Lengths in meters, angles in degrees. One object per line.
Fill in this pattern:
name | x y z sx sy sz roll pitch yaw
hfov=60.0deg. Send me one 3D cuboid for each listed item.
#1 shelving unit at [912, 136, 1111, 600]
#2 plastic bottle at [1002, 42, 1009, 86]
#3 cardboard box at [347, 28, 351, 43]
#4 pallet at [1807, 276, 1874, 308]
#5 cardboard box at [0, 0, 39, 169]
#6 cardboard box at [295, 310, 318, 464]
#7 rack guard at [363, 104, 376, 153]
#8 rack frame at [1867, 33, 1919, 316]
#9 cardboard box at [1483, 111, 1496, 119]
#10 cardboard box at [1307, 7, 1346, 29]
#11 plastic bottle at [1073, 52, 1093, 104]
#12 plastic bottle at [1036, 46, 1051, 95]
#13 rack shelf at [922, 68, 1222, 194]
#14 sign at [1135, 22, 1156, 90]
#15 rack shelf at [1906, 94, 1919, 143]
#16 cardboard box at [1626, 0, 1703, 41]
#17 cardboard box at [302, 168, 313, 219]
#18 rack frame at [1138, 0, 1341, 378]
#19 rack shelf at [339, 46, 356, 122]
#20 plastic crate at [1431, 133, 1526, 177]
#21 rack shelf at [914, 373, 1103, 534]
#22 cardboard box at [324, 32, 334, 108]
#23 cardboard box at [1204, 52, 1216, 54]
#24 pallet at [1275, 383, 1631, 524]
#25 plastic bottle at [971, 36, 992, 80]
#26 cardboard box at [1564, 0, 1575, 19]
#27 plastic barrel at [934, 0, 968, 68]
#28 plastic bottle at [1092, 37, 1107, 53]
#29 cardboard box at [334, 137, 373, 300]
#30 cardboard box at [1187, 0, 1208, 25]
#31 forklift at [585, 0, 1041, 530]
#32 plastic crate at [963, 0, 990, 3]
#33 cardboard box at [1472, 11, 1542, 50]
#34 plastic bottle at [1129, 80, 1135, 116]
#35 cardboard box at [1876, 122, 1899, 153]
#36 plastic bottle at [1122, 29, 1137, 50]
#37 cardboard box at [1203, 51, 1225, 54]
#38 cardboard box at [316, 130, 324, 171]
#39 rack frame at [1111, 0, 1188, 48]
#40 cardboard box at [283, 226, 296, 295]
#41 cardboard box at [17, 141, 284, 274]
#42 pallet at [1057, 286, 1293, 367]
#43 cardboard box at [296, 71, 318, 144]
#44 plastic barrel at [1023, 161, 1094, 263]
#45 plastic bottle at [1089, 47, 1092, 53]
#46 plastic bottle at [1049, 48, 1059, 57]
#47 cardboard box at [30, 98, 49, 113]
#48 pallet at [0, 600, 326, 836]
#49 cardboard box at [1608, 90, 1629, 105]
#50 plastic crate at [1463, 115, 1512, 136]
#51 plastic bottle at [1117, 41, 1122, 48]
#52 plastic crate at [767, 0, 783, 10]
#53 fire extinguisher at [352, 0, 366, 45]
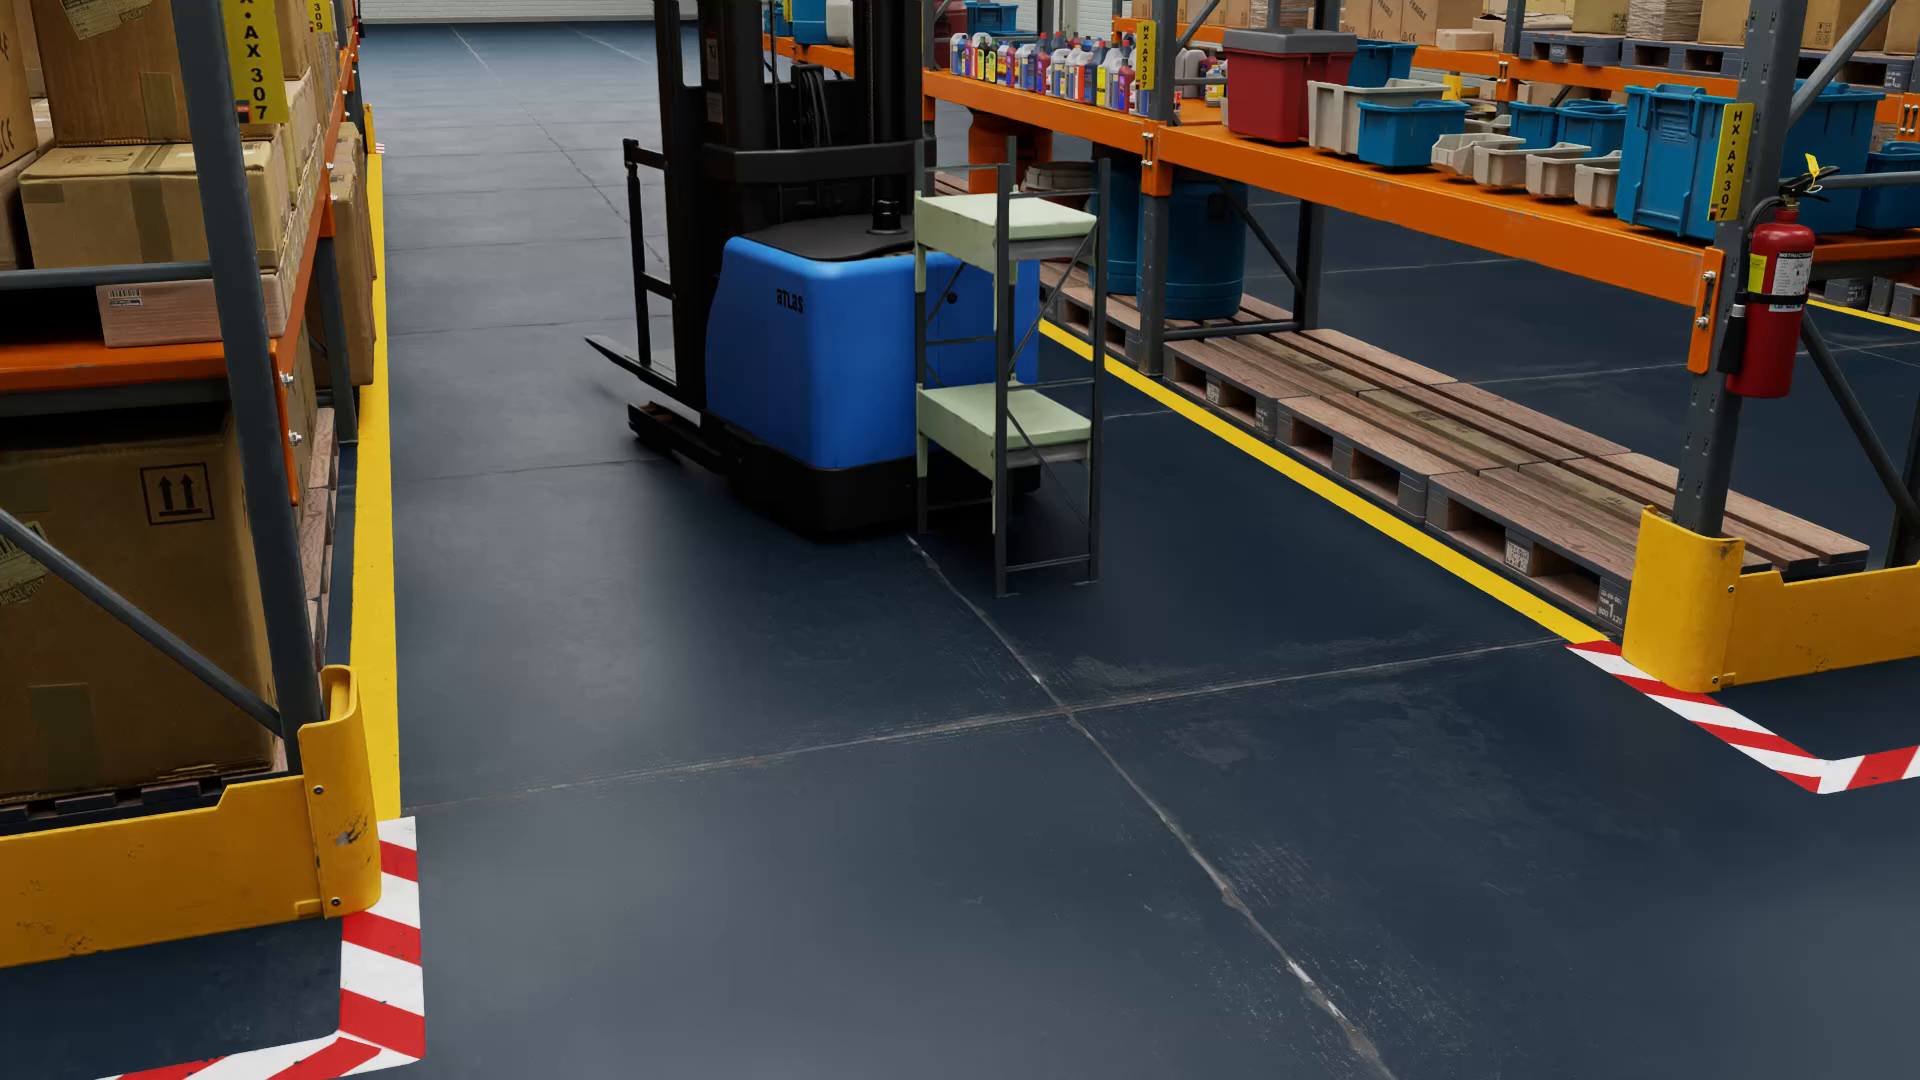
shelving unit | 0.164 -0.639 5.976 0.431 1.500 0.755 -8 21 -22
plastic bottle | 0.320 -3.054 10.673 0.097 0.271 0.097 0 20 0
cardboard box | -5.850 -4.687 15.401 0.380 0.149 0.250 -6 21 -17
pallet | 5.859 -1.811 11.146 1.003 0.211 1.213 -6 21 -17
cardboard box | -2.400 -1.082 3.664 0.500 0.500 0.500 -6 21 -17
cardboard box | -3.123 -0.792 6.706 0.875 0.875 0.875 -6 21 -17
rack guard | -7.003 -4.465 18.107 1.175 0.500 0.348 -6 21 -17
rack frame | 6.151 -2.866 9.959 1.000 3.000 0.127 -6 21 -17
cardboard box | 4.834 -3.684 14.853 0.500 0.311 0.500 -7 21 -19
cardboard box | 3.832 -5.209 16.704 0.500 0.250 0.500 -5 20 -14
plastic bottle | 0.743 -2.654 9.551 0.152 0.276 0.135 -6 21 -17
plastic bottle | 0.512 -2.844 10.071 0.061 0.283 0.133 -6 21 -17
rack shelf | 0.818 -2.644 10.405 1.077 0.370 4.000 -6 21 -17
sign | 0.924 -2.413 8.289 0.100 0.325 0.005 -6 21 -17
rack shelf | 6.779 -1.886 8.293 1.077 0.370 4.000 -6 21 -17
cardboard box | 5.305 -3.891 12.042 0.700 0.500 0.500 -3 20 -7
cardboard box | -2.365 -1.139 5.523 0.380 0.149 0.250 -6 21 -16
rack frame | 1.447 -2.341 8.497 1.000 3.000 0.127 -6 21 -17
rack shelf | -5.141 -3.402 12.514 1.077 0.370 4.000 -6 21 -17
plastic crate | 1.977 -1.478 6.396 0.298 0.136 0.250 -6 21 -17
rack shelf | 0.164 -0.332 6.086 0.431 0.370 0.720 -8 21 -22
cardboard box | -3.804 -2.686 9.311 0.500 0.500 0.500 -7 21 -19
cardboard box | 2.665 -5.458 19.513 0.500 0.500 0.500 -6 21 -17
pallet | 2.102 -0.405 7.231 1.003 0.211 1.213 -6 21 -17
plastic bottle | 0.164 -3.245 11.196 0.152 0.276 0.135 -6 21 -17
cardboard box | 7.580 -6.340 19.823 0.500 0.250 0.500 -7 21 -18
plastic barrel | -0.244 -3.805 12.372 0.600 0.536 0.708 -6 21 -17
plastic bottle | 0.936 -3.242 11.194 0.097 0.271 0.097 0 20 0
cardboard box | -4.042 -1.786 9.472 1.225 0.875 0.875 -6 21 -17
cardboard box | 3.003 -6.116 18.860 0.700 0.500 0.500 -6 21 -16
forklift | -0.879 -1.862 7.265 1.130 2.935 3.031 -12 23 -30
plastic crate | -0.028 -4.206 13.594 0.402 0.464 0.583 -6 21 -17
cardboard box | 4.796 -4.415 14.404 0.500 0.311 0.500 -7 21 -18
plastic bottle | 0.954 -2.374 8.882 0.097 0.201 0.097 0 20 0
cardboard box | 9.319 -3.933 15.977 0.700 0.500 0.500 -6 21 -16
plastic bottle | 1.092 -3.095 10.668 0.144 0.351 0.185 -6 21 -17
cardboard box | 3.158 -5.514 19.667 0.500 0.500 0.500 -6 21 -17
cardboard box | -2.767 -1.551 6.668 0.380 0.149 0.250 -6 21 -16
rack frame | 2.379 -6.717 20.680 1.000 3.000 0.127 -6 21 -17
cardboard box | -1.959 -0.726 4.373 0.380 0.149 0.250 -7 21 -18
cardboard box | -1.892 -0.783 3.942 0.500 0.250 0.500 -7 21 -19
pallet | 1.244 -1.281 9.670 1.003 0.211 1.213 -6 21 -17
cardboard box | -2.702 -1.605 6.228 0.500 0.250 0.500 -6 21 -16
plastic barrel | 0.715 -2.170 10.966 0.600 0.588 0.708 -6 21 -17
plastic bottle | 0.905 -3.240 11.293 0.097 0.201 0.097 0 20 0
plastic bottle | 0.581 -2.853 10.112 0.097 0.271 0.097 0 20 0
cardboard box | -2.889 -1.221 5.160 0.500 0.250 0.500 -6 21 -17
pallet | -2.323 0.533 4.620 1.003 0.211 1.213 -6 21 -17
cardboard box | 7.973 -5.320 19.838 0.500 0.500 0.500 -8 21 -21
plastic crate | 2.280 -1.718 7.064 0.293 0.136 0.466 -6 21 -17
plastic bottle | 1.003 -3.044 10.626 0.061 0.283 0.133 -6 21 -17
plastic crate | -1.883 -5.993 18.884 0.499 0.251 0.616 -6 21 -17
fire extinguisher | -6.625 -5.715 18.004 0.296 0.674 0.183 -6 21 -17
